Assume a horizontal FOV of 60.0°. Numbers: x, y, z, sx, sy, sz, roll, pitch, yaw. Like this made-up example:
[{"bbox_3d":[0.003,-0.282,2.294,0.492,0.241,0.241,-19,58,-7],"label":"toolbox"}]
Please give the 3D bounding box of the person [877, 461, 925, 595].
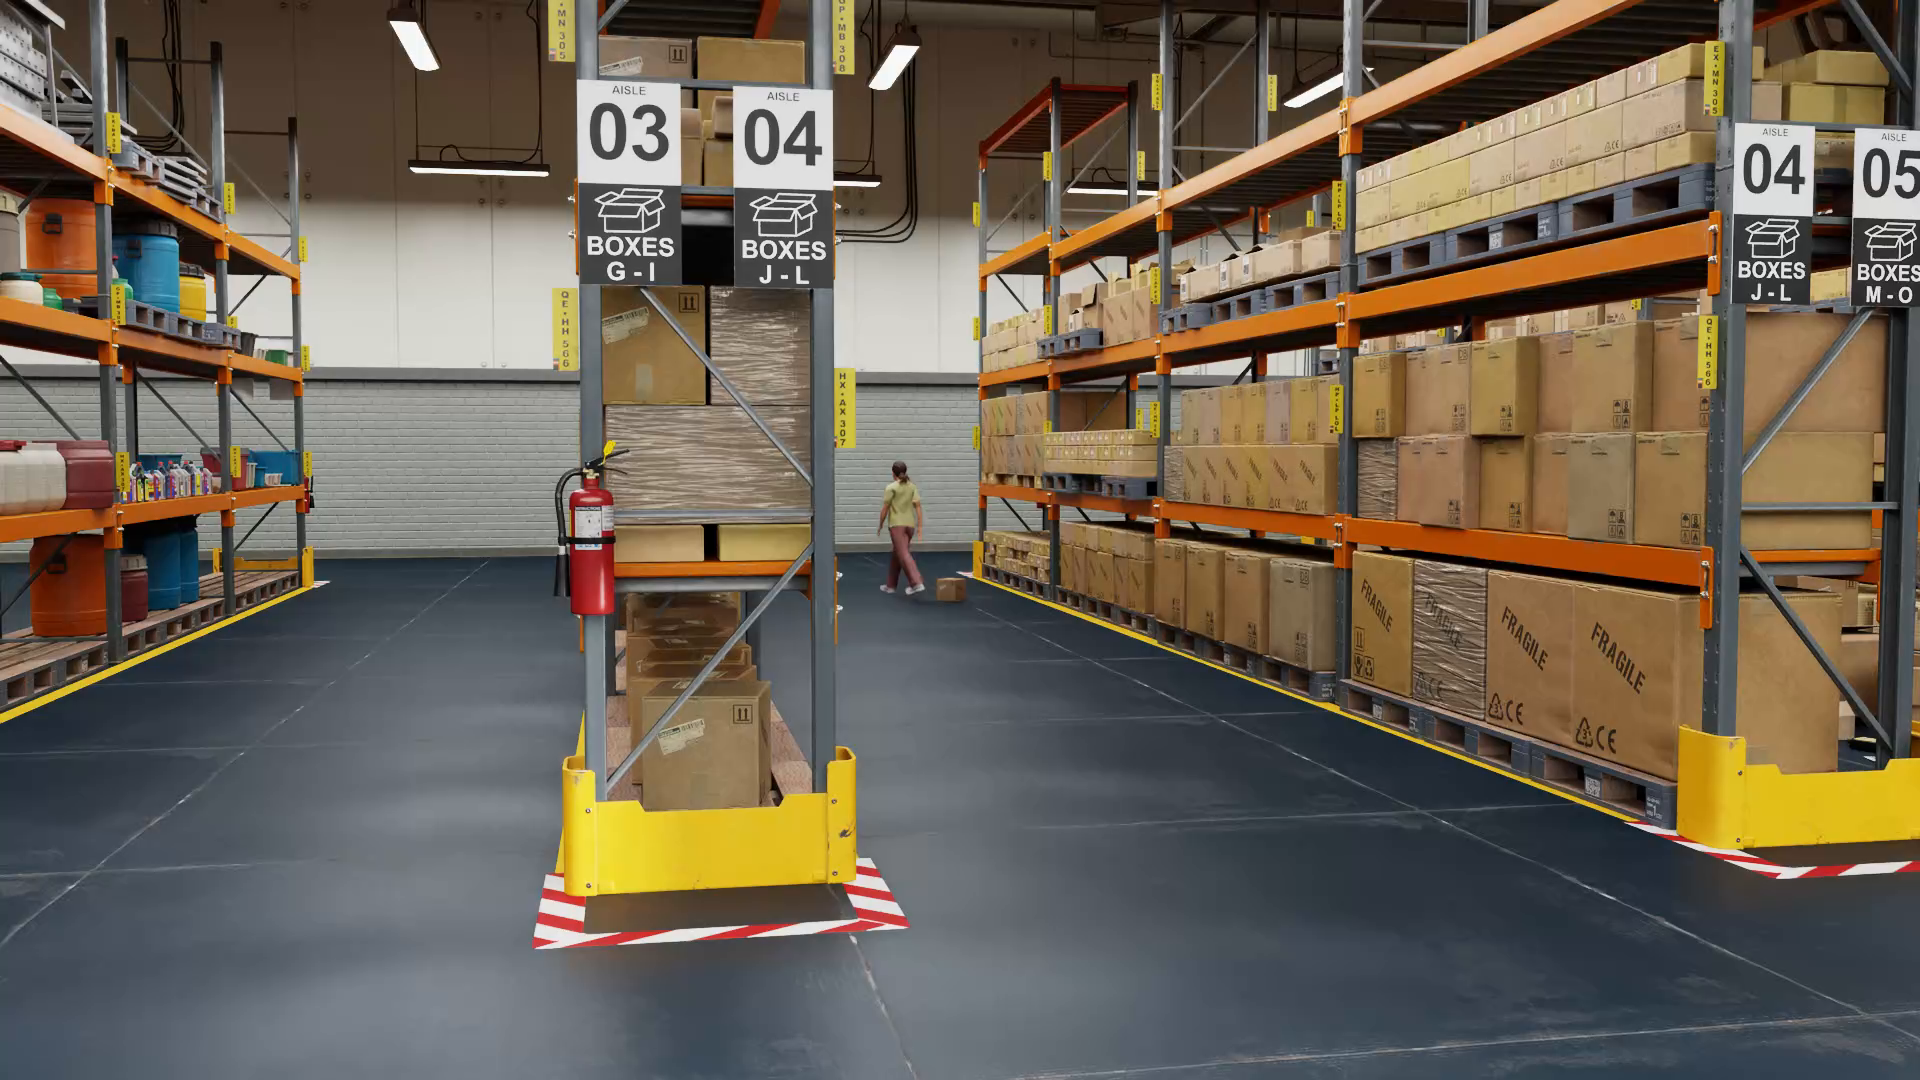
[{"bbox_3d":[-0.707,-0.143,19.816,0.458,1.609,1.106,-2,4,-37],"label":"person"}]
